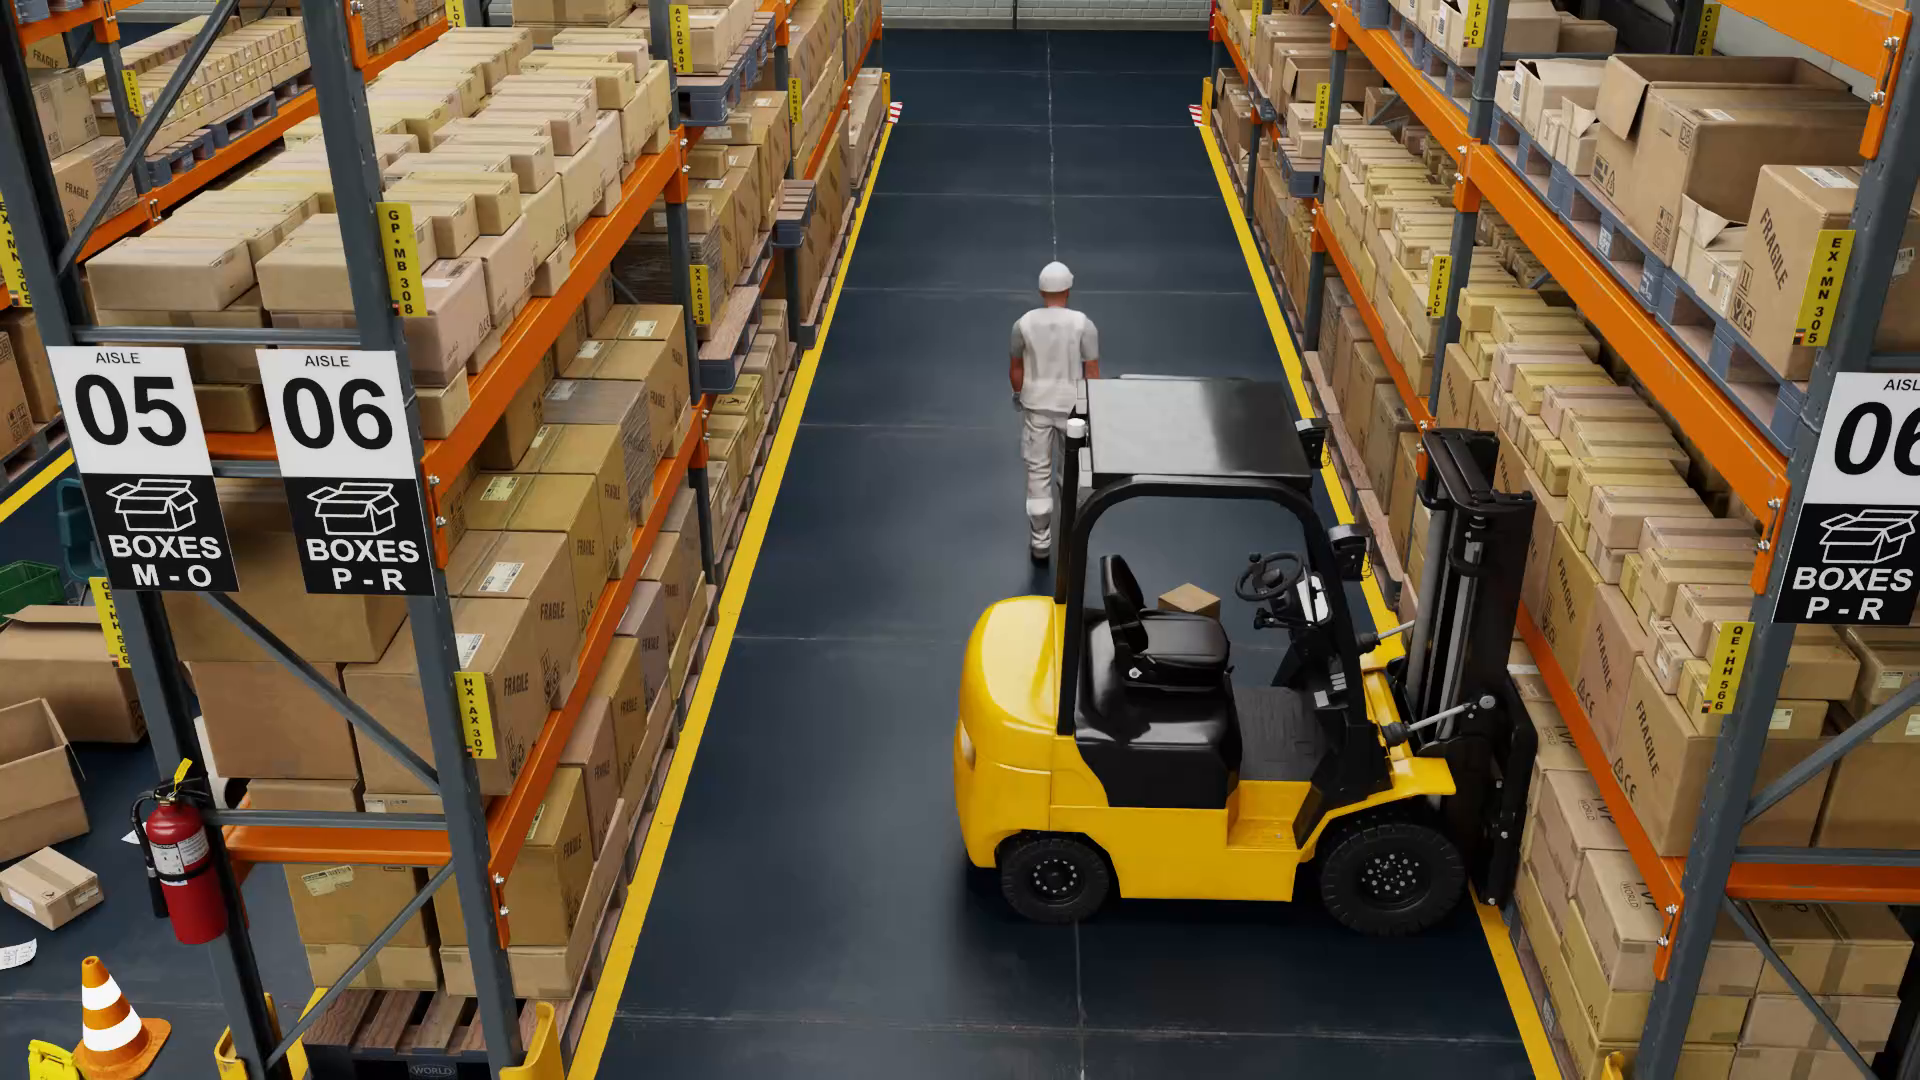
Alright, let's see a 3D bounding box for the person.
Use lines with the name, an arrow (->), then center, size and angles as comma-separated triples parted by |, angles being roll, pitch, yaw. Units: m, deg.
person -> 0.575, -0.826, 10.172 | 0.563, 1.777, 0.933 | 2, 28, 3
